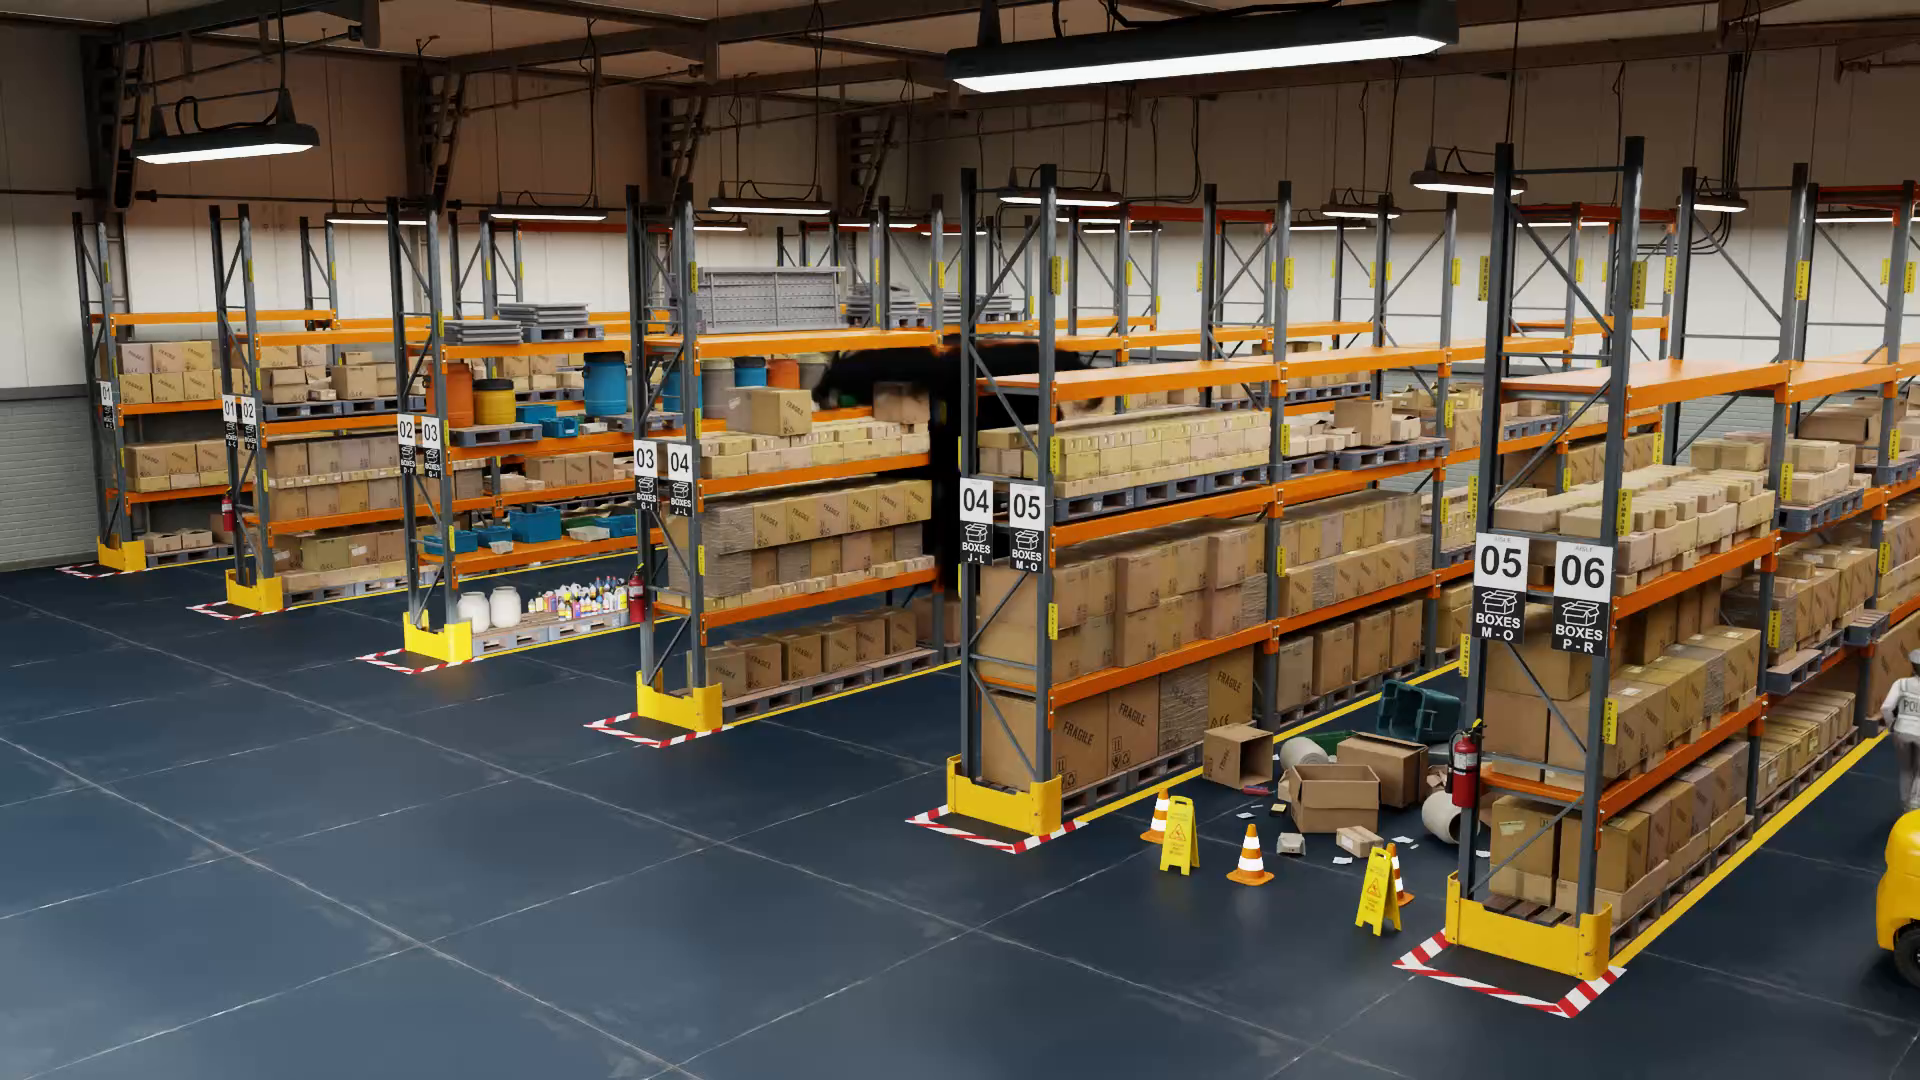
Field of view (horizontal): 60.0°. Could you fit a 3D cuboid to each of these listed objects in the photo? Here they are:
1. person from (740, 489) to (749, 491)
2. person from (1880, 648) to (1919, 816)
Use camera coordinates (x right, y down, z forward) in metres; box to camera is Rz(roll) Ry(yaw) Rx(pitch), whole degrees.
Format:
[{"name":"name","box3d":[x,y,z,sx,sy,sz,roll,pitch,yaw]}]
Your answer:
[{"name":"person","box3d":[-3.583,-0.583,28.343,0.820,1.738,0.521,-8,12,-39]},{"name":"person","box3d":[8.843,1.843,15.390,0.613,1.632,0.639,7,12,35]}]
